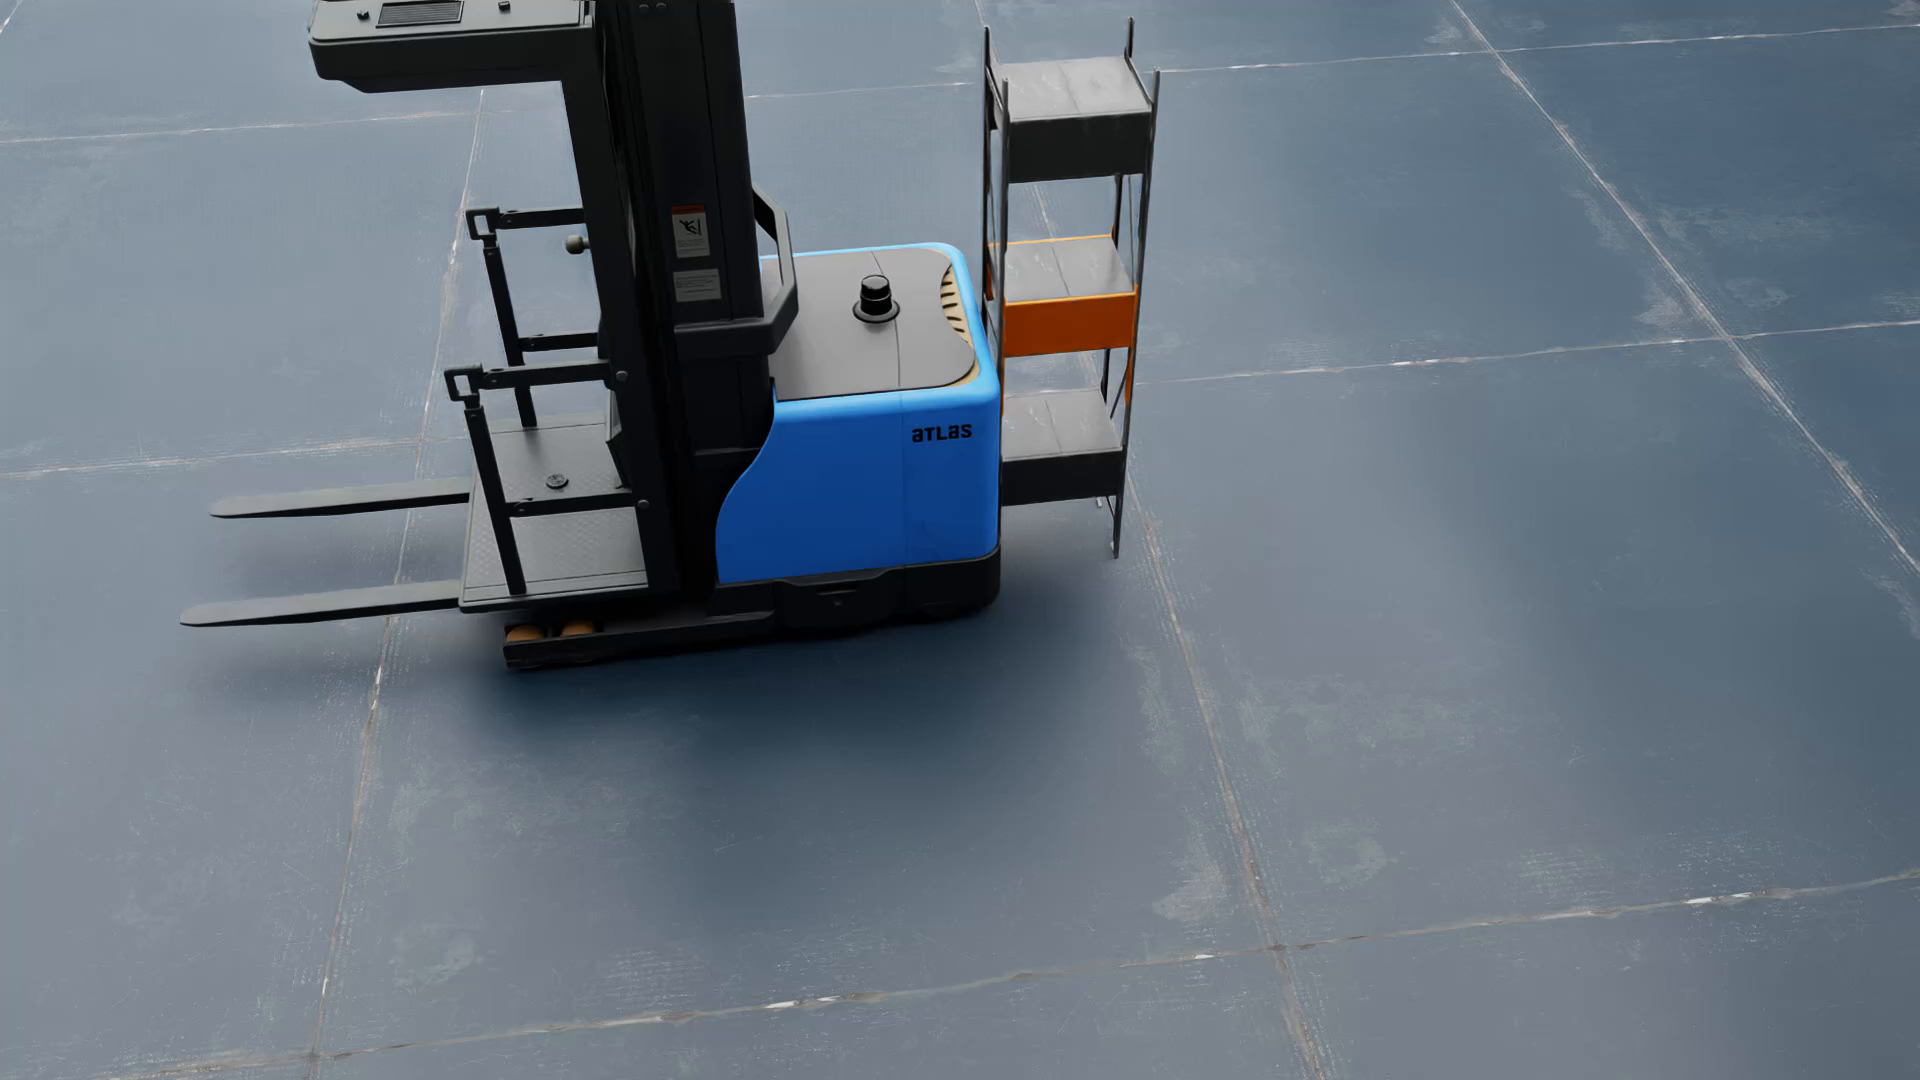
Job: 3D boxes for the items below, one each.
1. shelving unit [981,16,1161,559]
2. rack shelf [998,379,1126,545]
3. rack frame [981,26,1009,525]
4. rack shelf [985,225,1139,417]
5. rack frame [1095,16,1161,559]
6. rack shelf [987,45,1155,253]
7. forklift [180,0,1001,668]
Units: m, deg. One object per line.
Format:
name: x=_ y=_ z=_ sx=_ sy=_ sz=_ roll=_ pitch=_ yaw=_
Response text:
shelving unit: x=0.357 y=-0.814 z=6.085 sx=0.503 sy=2.100 sz=0.431 roll=-6 pitch=42 yaw=-6
rack shelf: x=0.357 y=-0.284 z=6.563 sx=0.480 sy=0.518 sz=0.431 roll=-6 pitch=42 yaw=-6
rack frame: x=0.116 y=-0.790 z=6.058 sx=0.015 sy=2.100 sz=0.400 roll=-6 pitch=42 yaw=-6
rack shelf: x=0.357 y=-0.804 z=6.094 sx=0.480 sy=0.518 sz=0.431 roll=-6 pitch=42 yaw=-6
rack frame: x=0.598 y=-0.838 z=6.112 sx=0.015 sy=2.100 sz=0.400 roll=-6 pitch=42 yaw=-6
rack shelf: x=0.357 y=-1.324 z=5.625 sx=0.480 sy=0.518 sz=0.431 roll=-6 pitch=42 yaw=-6
forklift: x=-1.407 y=-0.990 z=5.659 sx=3.031 sy=2.935 sz=1.130 roll=-6 pitch=42 yaw=-6
